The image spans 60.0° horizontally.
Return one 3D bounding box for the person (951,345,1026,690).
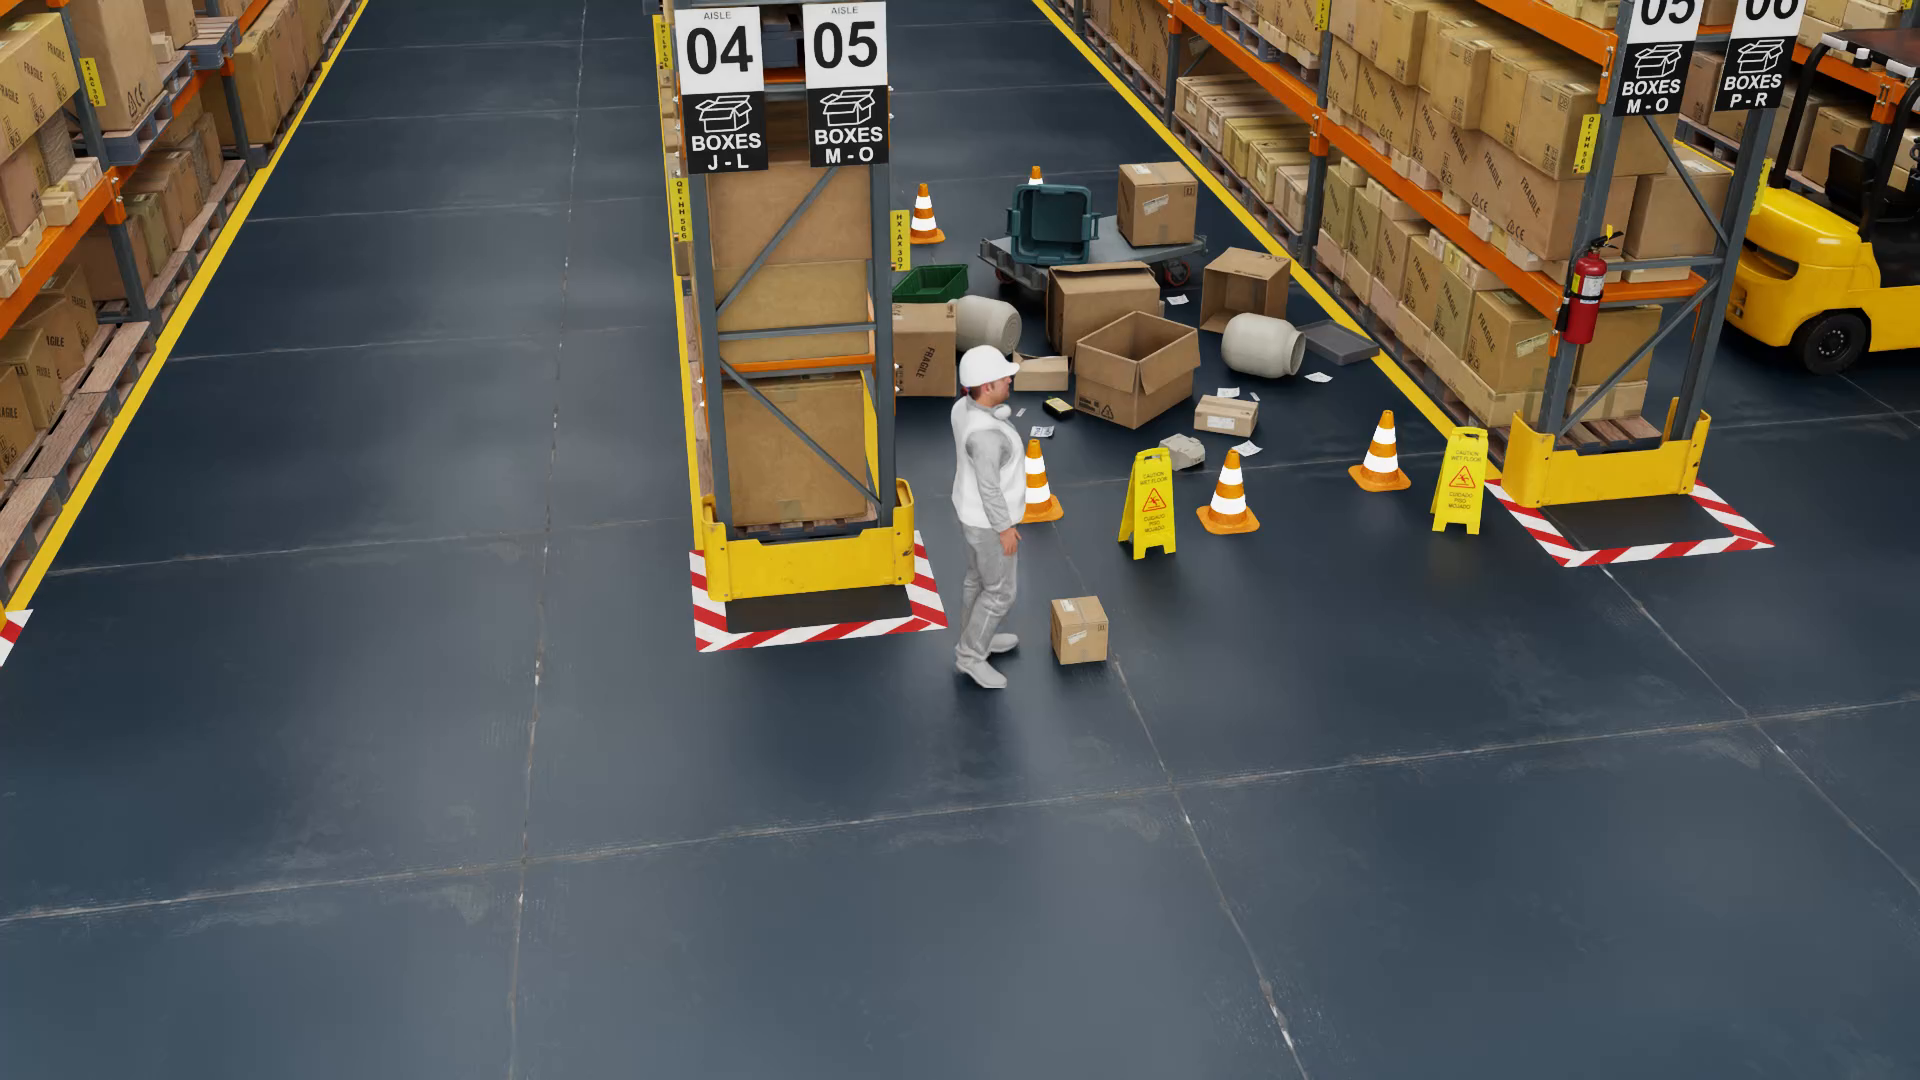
[{"bbox_3d":[0.142,-0.132,8.331,0.379,1.793,0.546,-5,31,-9],"label":"person"}]
